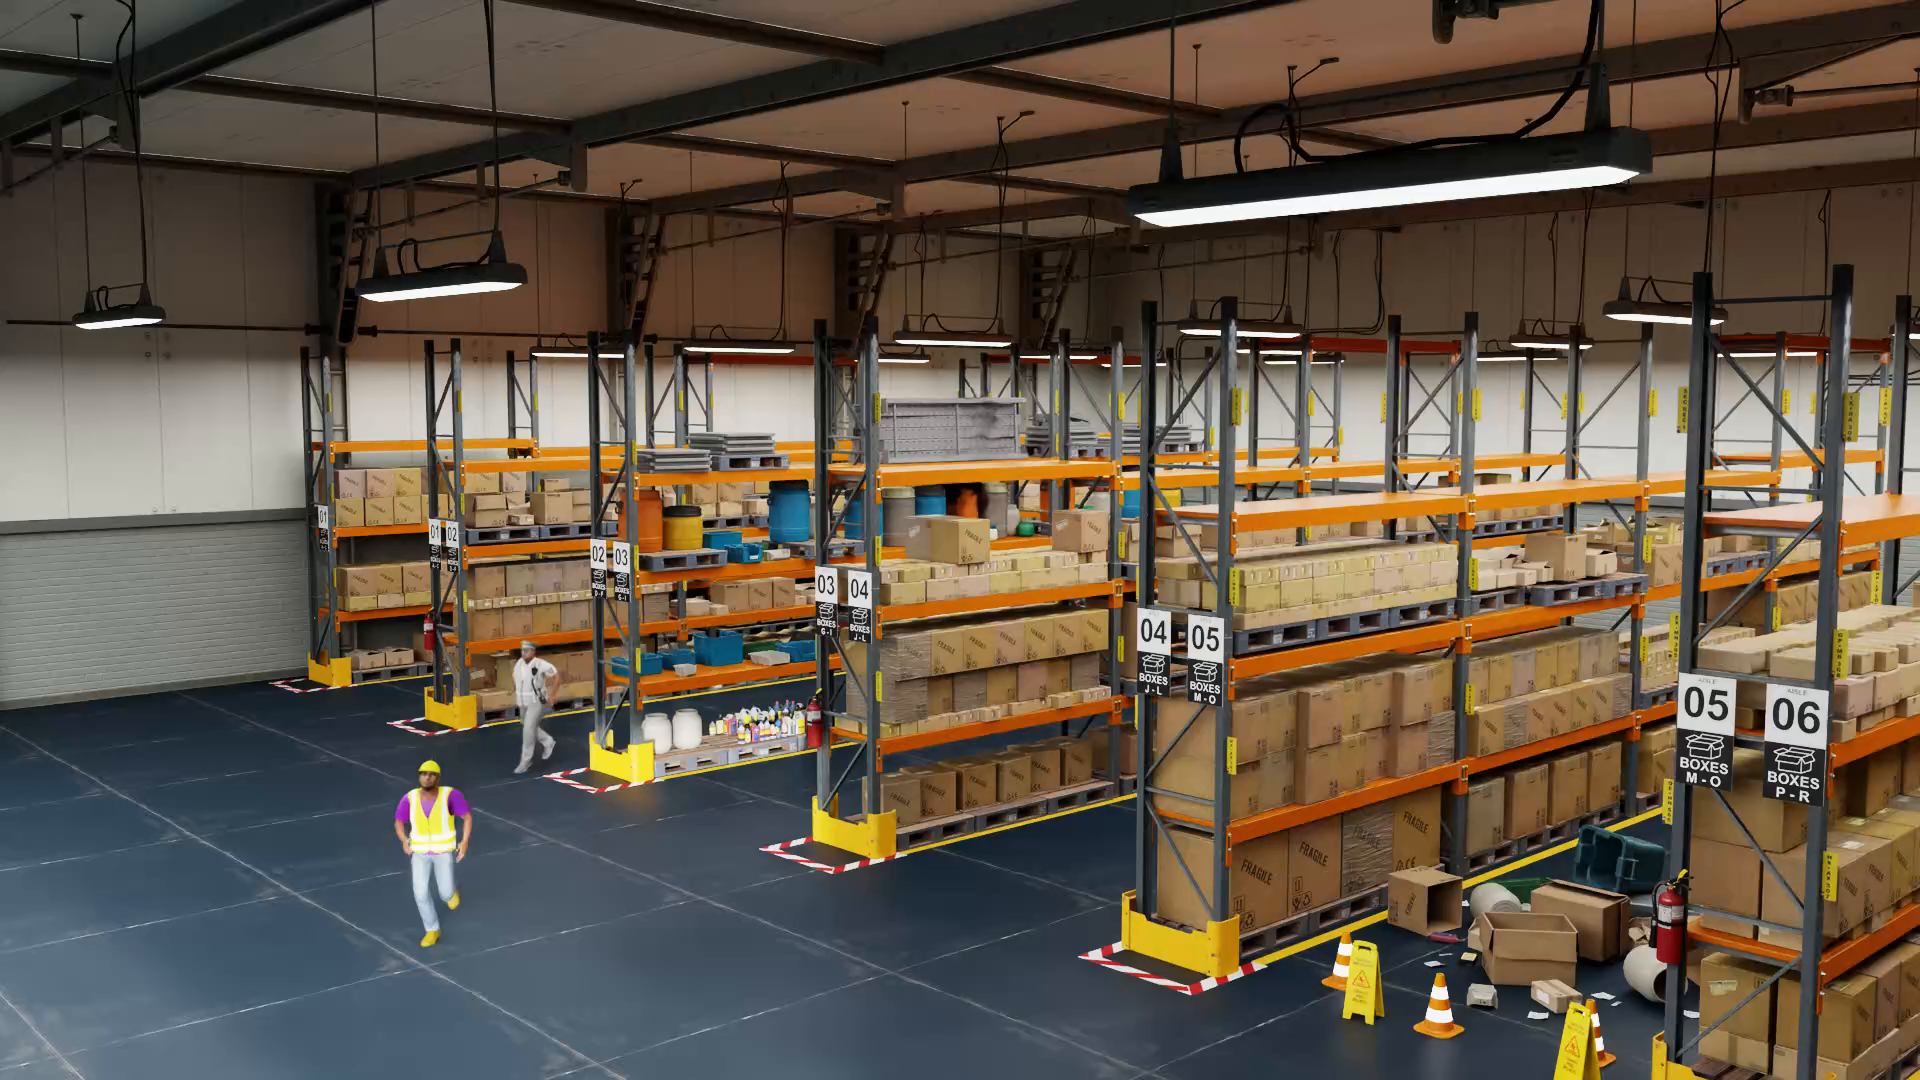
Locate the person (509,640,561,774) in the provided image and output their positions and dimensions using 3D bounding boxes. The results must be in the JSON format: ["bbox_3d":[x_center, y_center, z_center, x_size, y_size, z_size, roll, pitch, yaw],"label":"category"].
[{"bbox_3d":[-5.923,2.264,23.053,0.695,1.798,0.939,3,6,27],"label":"person"}]

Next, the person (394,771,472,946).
[{"bbox_3d":[-5.011,2.949,15.819,0.720,1.671,0.661,-1,5,-11],"label":"person"}]
